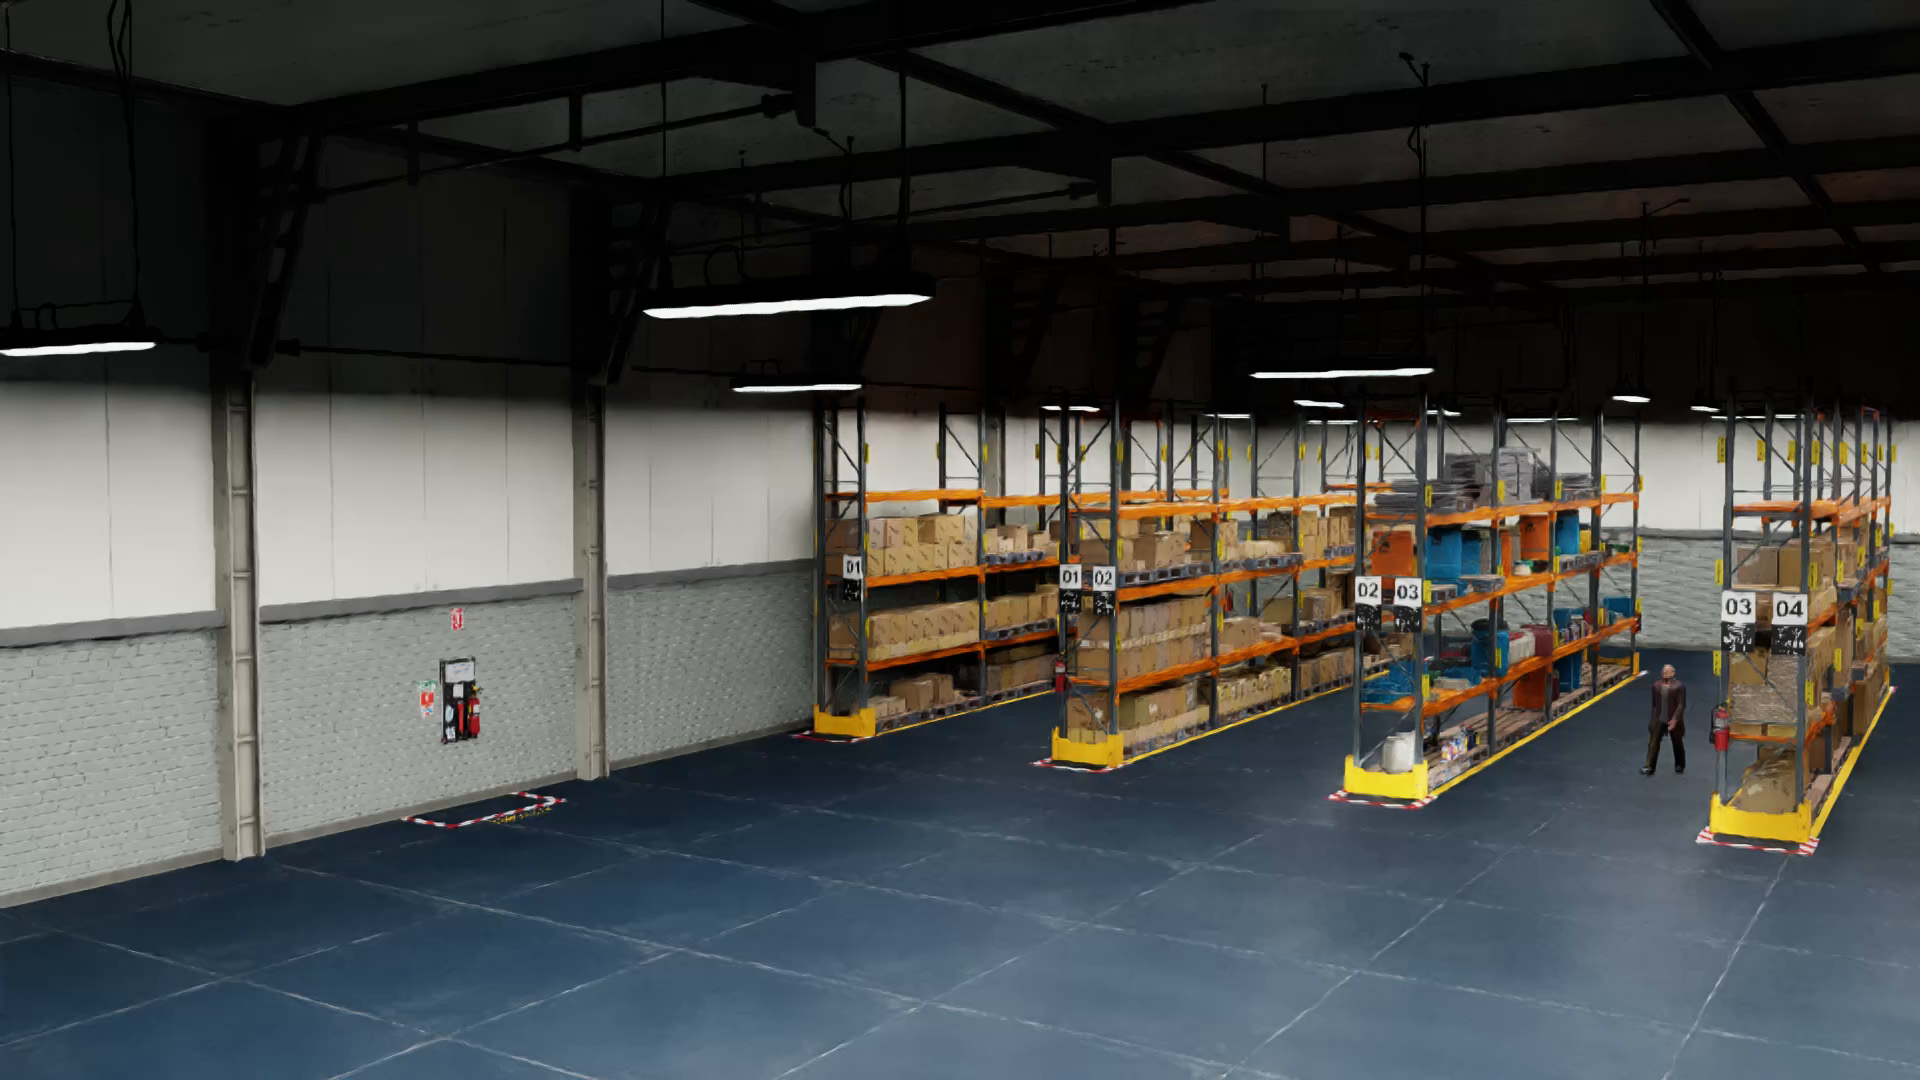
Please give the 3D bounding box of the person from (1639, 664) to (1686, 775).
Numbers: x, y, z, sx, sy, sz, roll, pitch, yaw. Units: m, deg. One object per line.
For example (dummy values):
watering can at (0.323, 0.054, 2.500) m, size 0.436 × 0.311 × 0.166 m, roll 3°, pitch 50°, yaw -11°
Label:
person at (10.959, 2.774, 25.760) m, size 0.575 × 1.714 × 1.104 m, roll 3°, pitch 4°, yaw 42°
